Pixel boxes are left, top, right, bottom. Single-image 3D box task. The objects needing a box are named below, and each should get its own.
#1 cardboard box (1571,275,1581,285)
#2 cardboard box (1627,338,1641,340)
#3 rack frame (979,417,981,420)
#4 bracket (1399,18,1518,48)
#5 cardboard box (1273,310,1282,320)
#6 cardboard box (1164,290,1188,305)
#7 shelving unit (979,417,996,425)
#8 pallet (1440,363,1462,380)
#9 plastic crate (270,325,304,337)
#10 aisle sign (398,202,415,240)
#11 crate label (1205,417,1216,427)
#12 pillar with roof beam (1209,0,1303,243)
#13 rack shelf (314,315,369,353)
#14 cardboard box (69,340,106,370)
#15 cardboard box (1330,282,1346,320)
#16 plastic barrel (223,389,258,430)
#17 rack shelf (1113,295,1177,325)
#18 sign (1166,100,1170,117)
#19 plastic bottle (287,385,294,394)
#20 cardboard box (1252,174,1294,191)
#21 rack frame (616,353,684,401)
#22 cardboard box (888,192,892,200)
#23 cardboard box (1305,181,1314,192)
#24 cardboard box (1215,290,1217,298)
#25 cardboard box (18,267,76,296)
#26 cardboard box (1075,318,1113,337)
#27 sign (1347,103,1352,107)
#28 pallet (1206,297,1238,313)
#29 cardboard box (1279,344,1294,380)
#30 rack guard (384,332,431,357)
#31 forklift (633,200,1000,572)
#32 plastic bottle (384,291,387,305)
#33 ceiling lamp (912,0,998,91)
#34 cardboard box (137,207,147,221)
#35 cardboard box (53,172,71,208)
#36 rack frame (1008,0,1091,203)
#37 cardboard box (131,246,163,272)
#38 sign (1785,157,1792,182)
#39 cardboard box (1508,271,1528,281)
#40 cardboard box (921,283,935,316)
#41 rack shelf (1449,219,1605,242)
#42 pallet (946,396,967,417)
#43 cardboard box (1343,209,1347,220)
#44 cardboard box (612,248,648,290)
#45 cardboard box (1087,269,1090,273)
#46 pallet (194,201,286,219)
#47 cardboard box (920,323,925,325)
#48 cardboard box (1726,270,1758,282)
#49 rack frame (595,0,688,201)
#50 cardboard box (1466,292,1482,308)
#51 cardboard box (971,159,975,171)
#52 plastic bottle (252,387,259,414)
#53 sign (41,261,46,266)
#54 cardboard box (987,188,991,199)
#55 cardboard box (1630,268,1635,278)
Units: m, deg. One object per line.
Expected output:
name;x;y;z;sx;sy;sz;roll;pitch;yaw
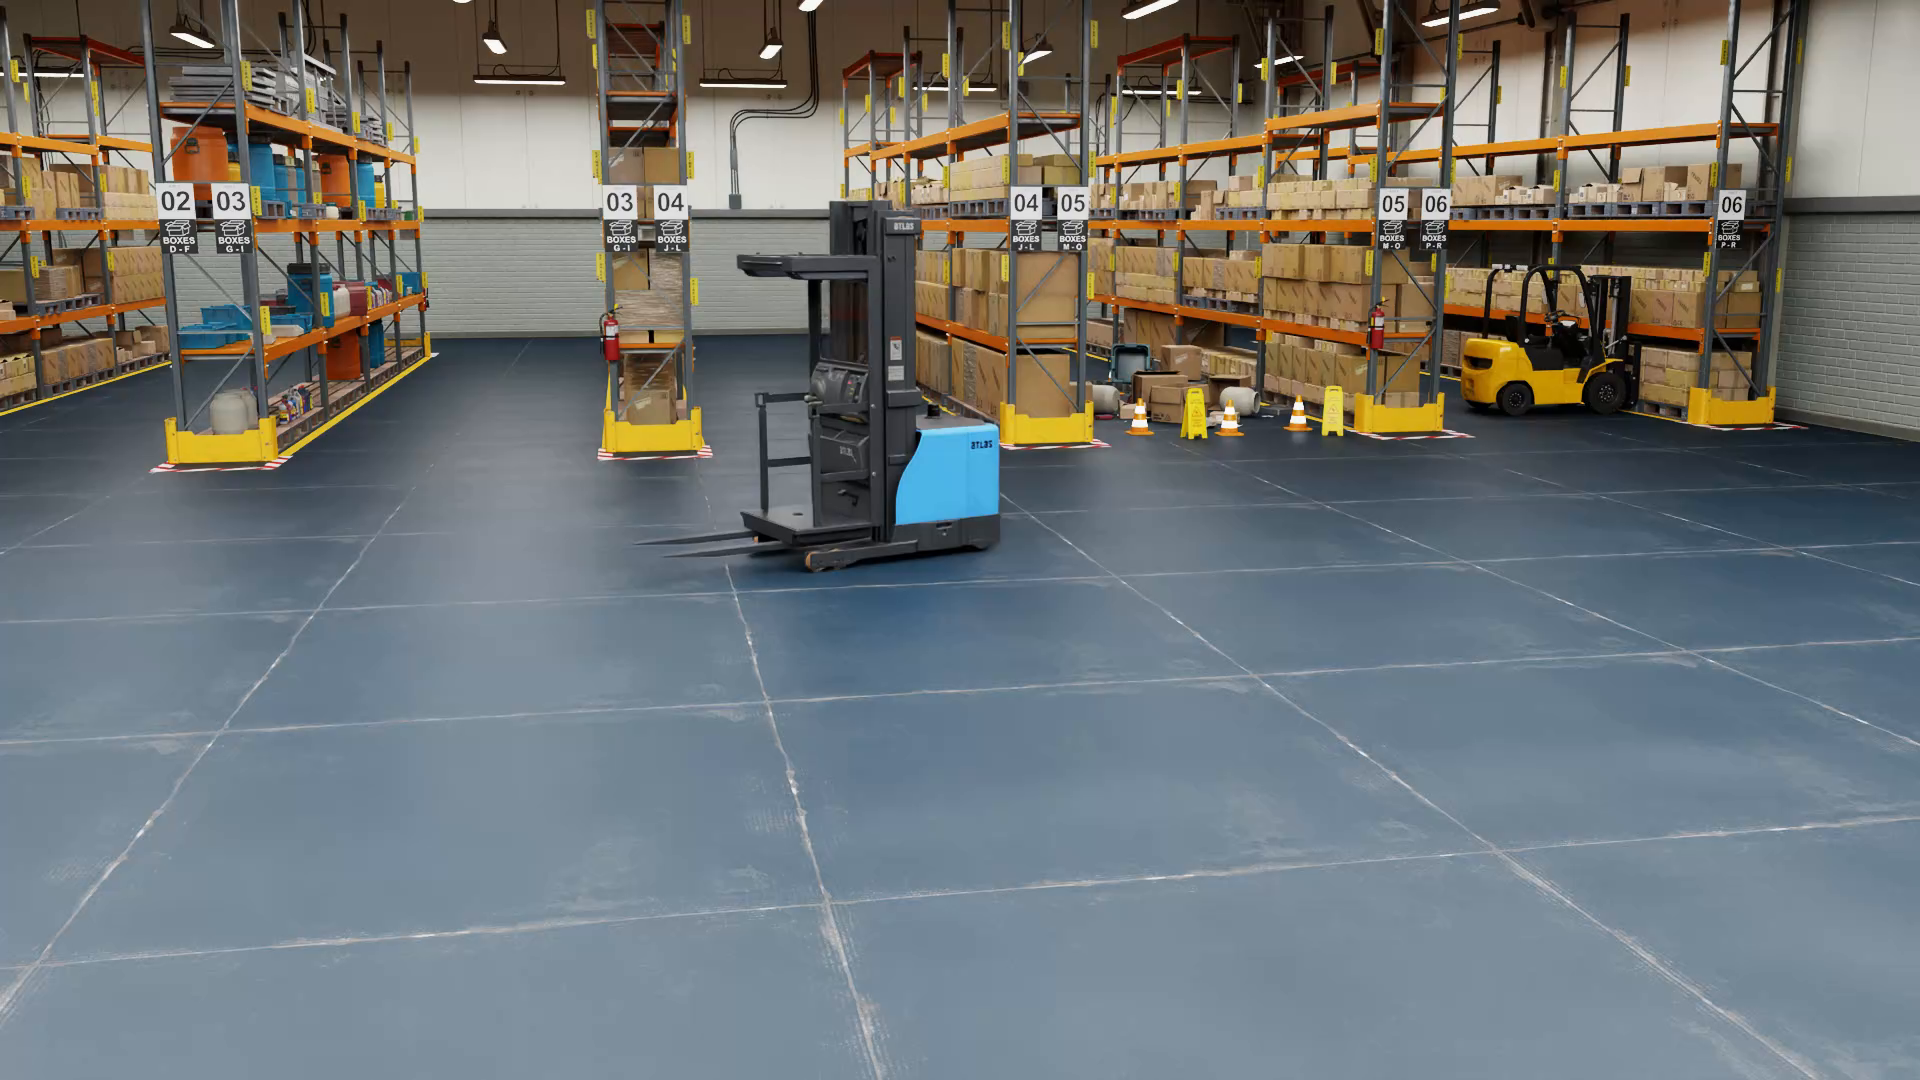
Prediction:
cardboard box;9.889;-4.112;26.274;0.380;0.149;0.250;-2;11;-10
cardboard box;10.432;-3.030;26.152;0.500;0.250;0.500;-2;11;-12
rack frame;0.098;-0.567;14.869;0.200;1.050;0.008;-7;13;-32
bracket;9.463;-9.638;31.638;0.076;0.066;4.783;-2;11;-11
cardboard box;5.012;-3.441;25.423;0.380;0.149;0.250;-2;11;-9
cardboard box;4.034;-4.421;30.304;0.500;0.250;0.500;-3;11;-13
shelving unit;0.163;-0.548;14.768;0.215;1.050;0.252;-7;13;-32
pallet;9.377;-3.071;30.265;1.003;0.211;1.213;-2;11;-11
plastic crate;-8.850;-2.719;21.667;0.530;0.136;0.437;-2;11;-11
aisle sign;-11.474;-6.639;34.604;0.394;0.787;0.004;-2;11;-11
crate label;3.358;-1.609;22.785;0.250;0.136;0.298;-9;14;-40
pillar with roof beam;3.836;-9.378;39.900;9.100;9.000;0.548;-2;11;-11
rack shelf;-9.803;-3.151;25.153;1.077;0.370;4.000;-2;11;-11
cardboard box;-15.364;-3.242;29.218;0.500;0.500;0.500;-2;11;-11
cardboard box;5.475;-3.321;23.060;0.500;0.500;0.500;-2;11;-11
plastic barrel;-8.936;-1.598;20.600;0.421;0.512;0.421;0;11;0
rack shelf;3.998;-4.425;31.847;1.077;0.370;4.000;-2;11;-11
sign;4.139;-8.612;33.167;0.100;0.325;0.005;-2;11;-11
plastic bottle;-9.147;-1.939;22.772;0.144;0.351;0.185;-2;11;-11
cardboard box;4.928;-5.631;26.180;0.500;0.250;0.500;-2;11;-10
rack frame;-4.556;-3.318;24.105;1.000;3.000;0.127;-2;11;-11
cardboard box;-1.012;-6.014;29.983;0.500;0.500;0.500;-2;11;-11
cardboard box;5.213;-5.113;24.056;0.380;0.149;0.250;-2;11;-12
cardboard box;4.548;-4.180;28.186;0.380;0.149;0.250;-2;11;-9
cardboard box;-15.761;-4.462;28.726;0.700;0.500;0.500;0;11;-2
cardboard box;3.058;-4.709;37.145;0.875;0.438;0.875;-3;11;-13
sign;7.942;-8.755;33.917;0.100;0.325;0.005;-2;11;-11
pallet;4.812;-3.956;27.971;1.003;0.211;1.213;-2;11;-11
cardboard box;5.131;-2.686;25.012;0.500;0.500;0.500;-2;11;-9
rack guard;-11.765;-4.114;34.976;1.175;0.500;0.348;-2;11;-11
forklift;-1.178;-1.296;13.669;3.031;2.935;1.130;-7;13;-31
plastic bottle;-10.505;-4.416;30.209;0.152;0.276;0.135;-2;11;-11
ceiling lamp;-0.069;-12.098;38.578;2.000;3.185;0.800;-2;11;-11
cardboard box;-16.052;-6.291;32.105;0.500;0.250;0.500;-2;11;-11
cardboard box;-15.651;-5.987;28.447;0.600;0.600;0.600;-2;11;-12
rack frame;1.107;-5.693;20.540;1.000;3.000;0.127;-2;11;-11
cardboard box;-16.251;-5.628;33.300;0.500;0.500;0.500;-2;11;-12
sign;11.357;-5.087;22.826;0.100;0.325;0.005;-2;11;-11
cardboard box;9.515;-4.469;28.151;0.380;0.149;0.250;-2;11;-12
cardboard box;-0.332;-3.893;26.860;0.500;0.500;0.500;-2;11;-12
rack shelf;9.644;-5.346;28.664;1.077;0.370;4.000;-2;11;-11
pallet;0.401;-1.967;24.468;1.003;0.211;1.213;-2;11;-11
cardboard box;5.517;-4.493;22.930;0.380;0.149;0.250;-2;11;-11
cardboard box;-4.127;-3.362;20.603;0.500;0.500;0.500;-2;11;-11
cardboard box;2.964;-5.553;35.580;0.500;0.500;0.500;-2;11;-9
pallet;-8.701;-3.940;19.857;1.003;0.211;1.213;-2;11;-11
cardboard box;-0.444;-3.788;30.133;0.500;0.250;0.500;-2;11;-12
cardboard box;10.956;-3.709;23.362;0.380;0.149;0.250;-2;11;-12
rack frame;-3.778;-5.531;19.689;1.000;3.000;0.127;-2;11;-11
cardboard box;9.302;-4.242;29.364;0.500;0.250;0.500;-2;11;-13
cardboard box;0.363;-5.119;22.693;0.380;0.149;0.250;-2;11;-11
plastic bottle;-9.523;-1.894;22.535;0.144;0.351;0.185;-2;11;-11
sign;-16.360;-4.829;29.733;0.100;0.325;0.005;-2;11;-11
cardboard box;0.563;-4.540;21.785;0.380;0.149;0.250;-2;11;-10
cardboard box;10.231;-3.979;24.780;0.380;0.149;0.250;-2;11;-10
